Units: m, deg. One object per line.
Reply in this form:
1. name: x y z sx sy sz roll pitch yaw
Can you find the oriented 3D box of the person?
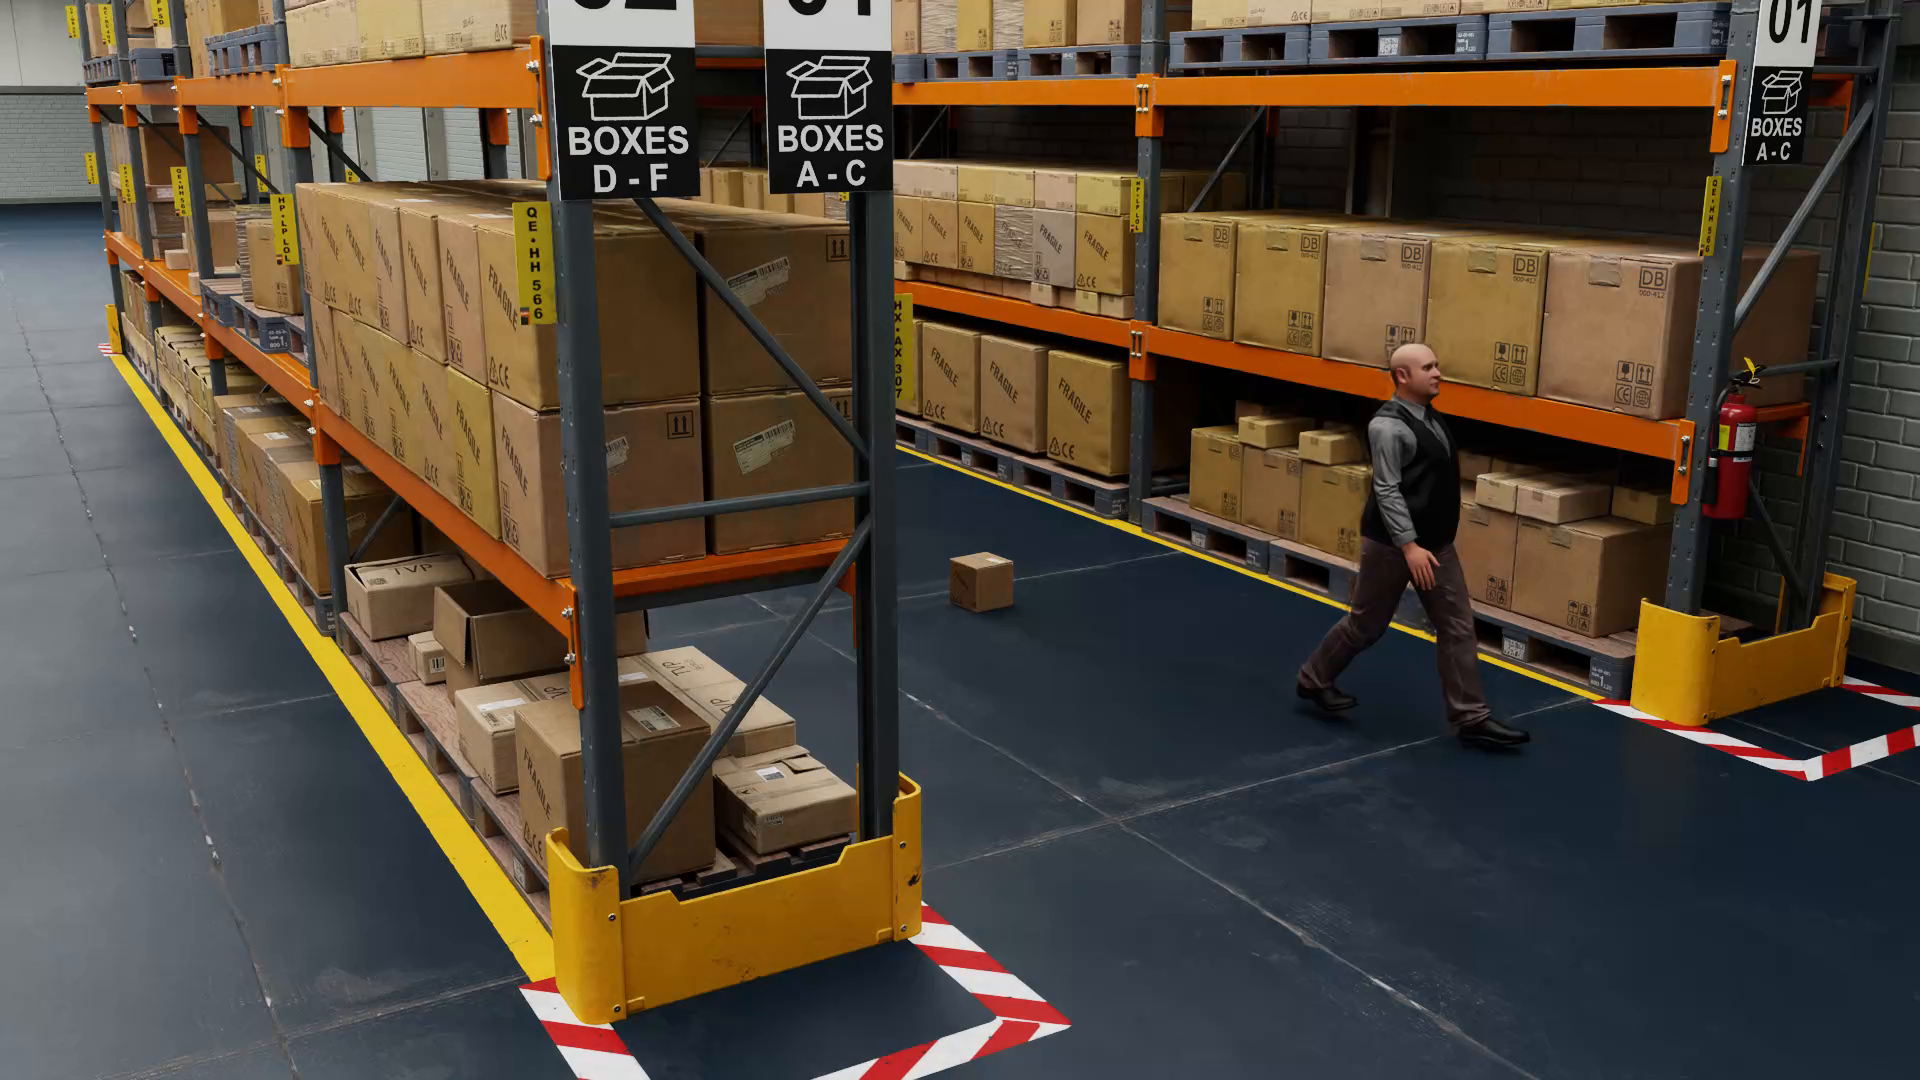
1. person: 1.922 0.018 7.005 1.024 1.675 0.560 14 20 42
